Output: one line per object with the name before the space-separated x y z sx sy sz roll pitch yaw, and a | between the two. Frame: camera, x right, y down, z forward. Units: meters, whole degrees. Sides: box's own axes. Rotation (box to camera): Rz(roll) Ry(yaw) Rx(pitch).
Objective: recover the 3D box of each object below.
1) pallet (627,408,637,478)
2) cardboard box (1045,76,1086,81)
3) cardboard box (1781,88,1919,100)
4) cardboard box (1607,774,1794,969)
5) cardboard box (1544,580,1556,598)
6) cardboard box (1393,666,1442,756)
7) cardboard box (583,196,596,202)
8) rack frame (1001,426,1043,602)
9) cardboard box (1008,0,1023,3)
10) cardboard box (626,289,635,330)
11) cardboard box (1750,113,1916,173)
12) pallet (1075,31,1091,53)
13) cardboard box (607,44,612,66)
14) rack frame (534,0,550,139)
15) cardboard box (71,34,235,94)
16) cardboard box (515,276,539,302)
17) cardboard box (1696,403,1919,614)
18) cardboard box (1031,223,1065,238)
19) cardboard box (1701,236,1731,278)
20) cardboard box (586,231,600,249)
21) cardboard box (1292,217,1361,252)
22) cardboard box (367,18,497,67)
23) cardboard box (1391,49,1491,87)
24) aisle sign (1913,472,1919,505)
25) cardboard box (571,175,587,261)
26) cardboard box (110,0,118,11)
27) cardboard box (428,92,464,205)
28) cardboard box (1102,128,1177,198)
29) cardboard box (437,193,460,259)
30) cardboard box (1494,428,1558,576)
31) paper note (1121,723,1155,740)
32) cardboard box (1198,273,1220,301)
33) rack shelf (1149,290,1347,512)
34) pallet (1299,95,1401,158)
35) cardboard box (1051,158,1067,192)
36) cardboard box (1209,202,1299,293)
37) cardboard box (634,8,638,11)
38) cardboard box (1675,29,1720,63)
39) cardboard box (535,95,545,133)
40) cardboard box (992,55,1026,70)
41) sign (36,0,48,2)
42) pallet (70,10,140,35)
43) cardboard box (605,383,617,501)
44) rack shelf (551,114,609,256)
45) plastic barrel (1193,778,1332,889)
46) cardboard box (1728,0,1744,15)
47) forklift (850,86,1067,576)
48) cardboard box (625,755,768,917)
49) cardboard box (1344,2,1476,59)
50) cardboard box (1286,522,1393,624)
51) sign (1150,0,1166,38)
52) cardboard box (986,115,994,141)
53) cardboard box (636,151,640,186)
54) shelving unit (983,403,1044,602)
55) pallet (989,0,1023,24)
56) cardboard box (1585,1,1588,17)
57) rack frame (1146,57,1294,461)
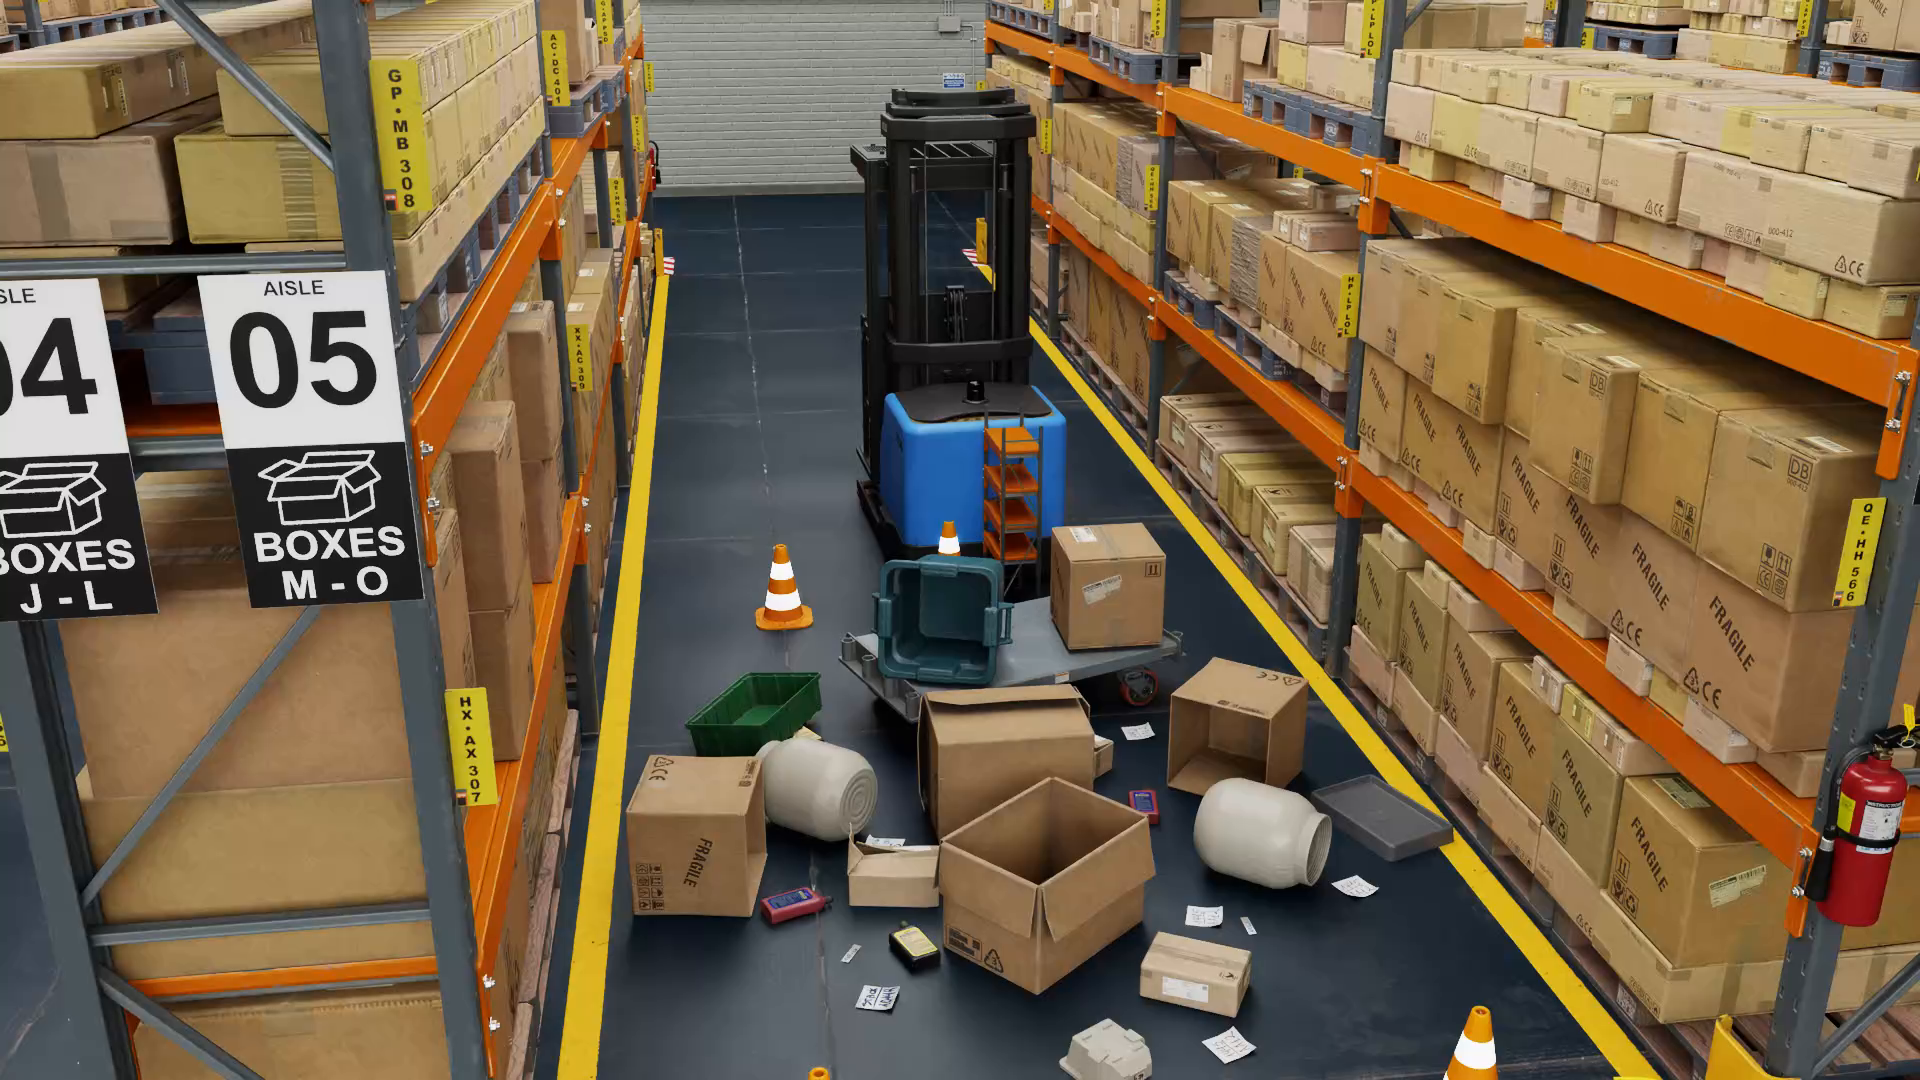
pallet | -3.042 -0.744 12.905 1.003 0.211 1.213 -3 21 -8
cardboard box | 1.060 -4.542 16.591 0.380 0.149 0.250 -3 21 -8
cardboard box | 3.180 -1.531 5.960 0.380 0.149 0.250 -2 21 -6
cardboard box | 2.732 1.182 6.023 0.500 0.500 0.500 -3 21 -7
cardboard box | 2.639 0.175 6.820 0.380 0.149 0.250 -3 21 -8
cardboard box | 2.435 0.815 8.078 0.500 0.250 0.500 -2 21 -5
cardboard box | -2.878 -2.485 12.490 0.380 0.149 0.250 -3 21 -8
rack frame | 0.358 -0.085 9.728 0.240 1.200 0.015 -4 21 -10
cardboard box | 0.729 -5.976 18.259 0.380 0.149 0.250 -2 21 -6
cardboard box | -2.999 -1.935 14.011 0.500 0.250 0.500 -4 21 -10
cardboard box | 2.711 -1.236 5.170 0.380 0.149 0.250 -3 21 -8
pallet | 1.557 -4.449 14.828 0.805 0.209 1.217 -4 21 -10
cardboard box | -2.829 -3.615 12.178 0.500 0.500 0.500 -3 21 -8
rack frame | -2.354 -3.205 6.935 1.000 3.000 0.127 -3 21 -8
cardboard box | -2.307 -1.365 4.772 0.380 0.149 0.250 -3 21 -8
cardboard box | -2.335 -0.841 7.423 0.875 0.550 0.550 -3 21 -8
cardboard box | 2.816 -0.114 5.238 0.700 0.500 0.500 -3 21 -9
cardboard box | 1.134 -3.290 18.800 0.875 0.438 0.875 -2 21 -6
cardboard box | 2.734 -0.960 5.572 0.380 0.149 0.250 -3 21 -7
cardboard box | -2.802 -2.175 12.086 0.380 0.149 0.250 -2 21 -5
cardboard box | 2.127 -1.752 9.525 0.380 0.149 0.250 -4 21 -9
cardboard box | -1.767 -1.663 5.570 0.380 0.149 0.250 -3 21 -7
cardboard box | 2.252 -2.214 7.790 0.380 0.149 0.250 -3 21 -9
aisle sign | 2.828 -0.476 4.487 0.394 0.787 0.004 -3 21 -8
cardboard box | -2.876 -2.139 11.083 0.700 0.500 0.500 -3 21 -8
cardboard box | -8.795 -5.475 16.414 0.700 0.500 0.500 -4 21 -11
cardboard box | -1.668 -1.083 4.588 0.500 0.250 0.500 -3 21 -8
cardboard box | 1.472 -3.094 13.642 0.500 0.500 0.500 -3 21 -8
cardboard box | -1.583 -0.850 4.534 0.380 0.149 0.250 -3 21 -8
cardboard box | 2.564 -0.178 6.837 0.500 0.500 0.500 -3 21 -7
paper note | 0.918 0.981 8.545 0.148 0.019 0.142 -3 21 -8
cardboard box | 1.836 -1.728 11.315 0.380 0.149 0.250 -3 21 -7
rack shelf | 2.241 -1.034 10.727 1.077 0.370 4.000 -3 21 -8
pallet | 2.546 -2.215 8.842 1.213 0.211 1.003 -3 21 -8
cardboard box | 1.161 -3.446 15.656 0.500 0.250 0.500 -4 21 -9
cardboard box | 1.954 -1.916 10.890 0.500 0.500 0.500 -3 21 -7
cardboard box | -3.618 -5.391 17.291 0.500 0.250 0.500 -2 21 -5
cardboard box | 6.404 -4.163 14.003 0.500 0.250 0.500 -3 21 -8
cardboard box | -1.985 -1.815 7.118 0.380 0.149 0.250 -3 21 -8
cardboard box | 0.577 -5.516 19.199 0.380 0.149 0.250 -2 21 -7
sign | -7.895 -4.775 14.237 0.100 0.325 0.005 -3 21 -8
pallet | -8.710 -5.018 16.204 1.003 0.211 1.213 -3 21 -8
cardboard box | -2.932 -0.707 11.436 1.050 0.750 0.750 -3 21 -8
rack shelf | -2.643 -2.155 9.440 1.077 0.370 4.000 -3 21 -8
plastic barrel | 1.310 1.274 7.200 0.512 0.421 0.421 12 24 30
cardboard box | 6.505 -4.357 13.526 0.380 0.149 0.250 -3 21 -9
forklift | -0.125 -1.589 11.281 1.130 2.935 3.031 -4 21 -11
cardboard box | -1.115 1.261 7.121 0.500 0.500 0.500 1 20 2
cardboard box | 2.320 -2.639 8.607 0.500 0.250 0.500 -2 21 -7
cardboard box | 2.451 0.174 9.619 0.950 0.372 0.625 -3 21 -7
sign | 1.402 -3.723 11.758 0.100 0.325 0.005 -3 21 -8
cardboard box | 0.585 -4.700 19.370 0.500 0.500 0.500 -3 21 -8
cardboard box | -3.408 -3.705 16.282 0.500 0.500 0.500 -3 21 -8
shelving unit | 0.311 -0.169 9.953 0.258 1.200 0.503 -4 21 -10
pallet | 0.917 -5.941 18.675 1.003 0.211 1.213 -3 21 -8
cardboard box | 5.940 -5.017 15.690 0.380 0.149 0.250 -3 21 -7
rack frame | 1.953 -2.064 12.455 1.000 3.000 0.127 -3 21 -8
